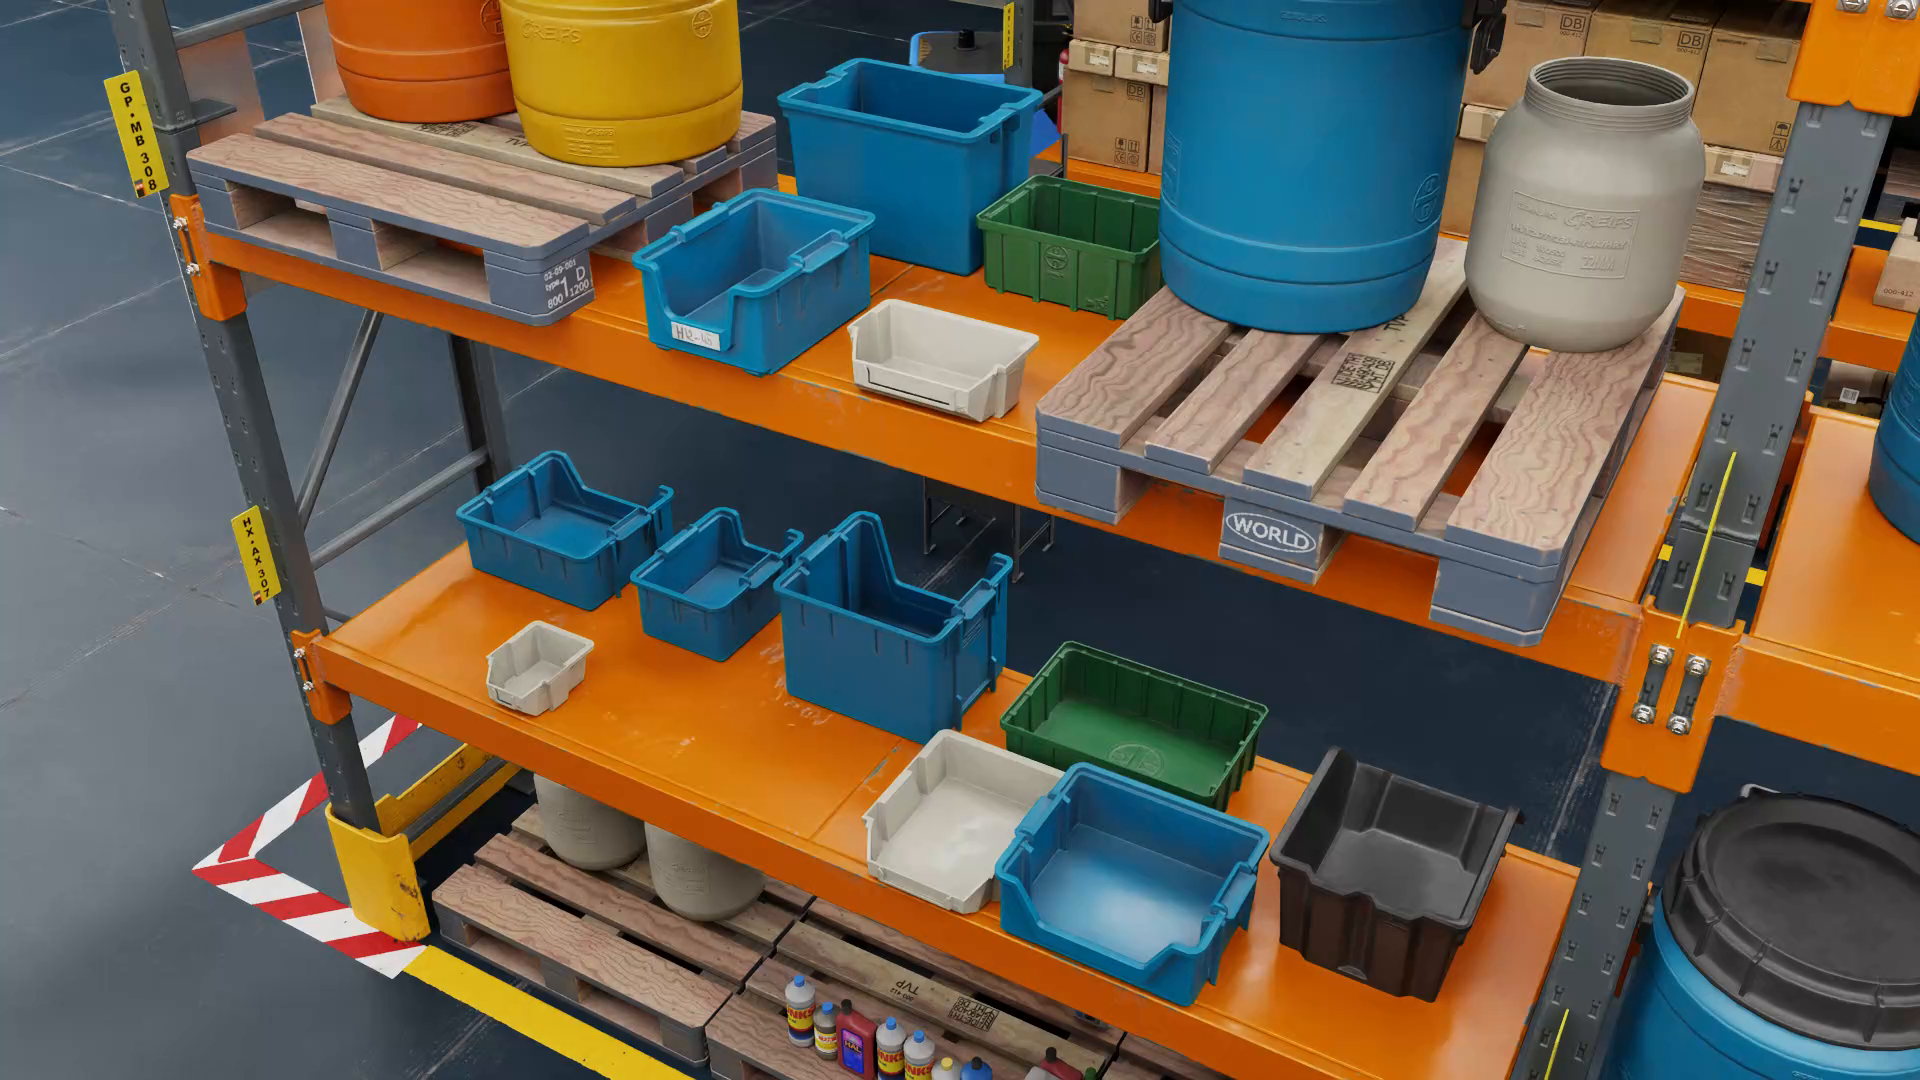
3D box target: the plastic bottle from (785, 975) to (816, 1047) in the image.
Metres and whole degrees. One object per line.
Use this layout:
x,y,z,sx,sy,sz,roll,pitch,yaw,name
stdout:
-0.510,1.504,5.350,0.097,0.271,0.097,0,34,0,plastic bottle

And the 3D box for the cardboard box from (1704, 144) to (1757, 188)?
3.448,-1.732,7.470,0.250,0.149,0.380,17,37,23,cardboard box

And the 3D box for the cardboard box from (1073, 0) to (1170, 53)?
0.976,-2.913,8.657,0.500,0.500,0.700,18,38,25,cardboard box

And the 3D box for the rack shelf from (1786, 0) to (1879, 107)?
-0.193,-1.579,3.512,4.000,0.370,1.077,18,37,24,rack shelf

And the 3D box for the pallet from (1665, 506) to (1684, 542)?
3.335,-0.458,8.748,1.213,0.211,1.003,18,37,24,pallet

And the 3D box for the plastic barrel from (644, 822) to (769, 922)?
-0.885,1.045,5.840,0.421,0.512,0.421,0,34,0,plastic barrel

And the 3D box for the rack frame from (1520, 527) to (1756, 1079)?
1.543,1.003,4.038,0.127,3.000,1.000,18,37,24,rack frame

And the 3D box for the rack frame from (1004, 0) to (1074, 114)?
0.531,-2.480,9.268,0.127,3.000,1.000,18,37,24,rack frame

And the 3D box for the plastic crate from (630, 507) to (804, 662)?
-0.786,0.139,5.468,0.408,0.251,0.499,18,37,24,plastic crate

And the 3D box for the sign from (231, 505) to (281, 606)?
-2.206,0.051,5.218,0.005,0.325,0.100,18,37,24,sign

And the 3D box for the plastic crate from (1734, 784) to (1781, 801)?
2.115,0.962,4.041,0.583,0.464,0.402,18,37,24,plastic crate

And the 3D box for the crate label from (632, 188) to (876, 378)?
-0.469,-0.610,3.888,0.408,0.251,0.502,18,37,24,crate label

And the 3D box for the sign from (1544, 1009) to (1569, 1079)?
1.261,1.149,3.568,0.005,0.325,0.100,18,37,24,sign

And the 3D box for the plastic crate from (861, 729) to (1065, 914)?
0.008,0.788,4.599,0.437,0.136,0.530,18,37,24,plastic crate

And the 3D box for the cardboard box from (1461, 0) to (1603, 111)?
2.742,-2.357,7.823,0.500,0.500,0.700,18,37,24,cardboard box

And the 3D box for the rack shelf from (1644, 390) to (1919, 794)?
3.280,0.604,2.580,4.000,0.370,1.077,18,37,24,rack shelf

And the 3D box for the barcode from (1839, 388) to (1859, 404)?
4.019,-0.652,7.515,0.075,0.075,0.001,18,37,24,barcode

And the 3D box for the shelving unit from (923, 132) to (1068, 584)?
0.144,-0.828,7.600,0.503,2.100,0.431,18,37,24,shelving unit

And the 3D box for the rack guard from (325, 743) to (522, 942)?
-1.840,0.941,6.385,0.348,0.500,1.175,18,37,24,rack guard

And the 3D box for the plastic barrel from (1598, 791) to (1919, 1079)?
1.728,1.046,3.521,0.708,0.901,0.600,18,37,24,plastic barrel

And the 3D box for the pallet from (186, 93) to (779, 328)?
-1.260,-0.993,4.499,1.213,0.211,1.003,18,37,24,pallet

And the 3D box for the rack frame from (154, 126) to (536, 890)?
-1.930,-0.097,5.690,0.127,3.000,1.000,18,37,24,rack frame

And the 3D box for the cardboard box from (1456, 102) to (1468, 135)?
2.328,-2.085,7.999,0.250,0.149,0.380,19,38,26,cardboard box

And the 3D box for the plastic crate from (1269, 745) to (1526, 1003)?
1.152,0.823,4.363,0.504,0.338,0.767,18,37,24,plastic crate

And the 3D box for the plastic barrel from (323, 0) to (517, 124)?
-1.445,-1.627,4.514,0.708,0.830,0.600,18,37,24,plastic barrel

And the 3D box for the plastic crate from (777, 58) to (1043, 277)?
-0.125,-0.960,4.293,0.575,0.384,0.392,18,37,24,plastic crate

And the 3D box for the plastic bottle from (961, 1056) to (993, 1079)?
0.050,1.681,5.084,0.097,0.271,0.097,0,34,0,plastic bottle

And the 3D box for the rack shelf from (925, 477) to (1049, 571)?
0.144,-0.234,7.995,0.480,0.518,0.431,18,37,24,rack shelf

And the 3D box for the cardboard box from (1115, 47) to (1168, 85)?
0.996,-2.509,8.636,0.250,0.149,0.380,17,37,23,cardboard box

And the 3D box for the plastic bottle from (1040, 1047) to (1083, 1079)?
0.307,1.672,5.087,0.133,0.283,0.061,18,37,24,plastic bottle

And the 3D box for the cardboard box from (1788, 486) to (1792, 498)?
4.231,-0.180,7.916,0.500,0.250,0.500,17,37,23,cardboard box

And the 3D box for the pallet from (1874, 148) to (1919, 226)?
7.136,-2.391,11.650,1.213,0.211,1.003,18,37,24,pallet

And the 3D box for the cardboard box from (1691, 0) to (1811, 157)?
3.616,-2.081,7.408,0.500,0.500,0.700,18,38,25,cardboard box

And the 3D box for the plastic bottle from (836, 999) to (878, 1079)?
-0.323,1.570,5.240,0.133,0.283,0.061,18,38,25,plastic bottle

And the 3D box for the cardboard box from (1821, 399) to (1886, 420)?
4.239,-0.410,7.756,0.500,0.311,0.500,18,38,25,cardboard box

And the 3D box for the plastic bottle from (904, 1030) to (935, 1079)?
-0.126,1.625,5.167,0.097,0.271,0.097,0,34,0,plastic bottle

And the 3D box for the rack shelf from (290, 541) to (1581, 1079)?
-0.193,0.752,5.063,4.000,0.370,1.077,18,37,24,rack shelf

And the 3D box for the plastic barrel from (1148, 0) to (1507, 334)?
0.732,-0.955,3.440,0.708,0.901,0.600,18,37,24,plastic barrel

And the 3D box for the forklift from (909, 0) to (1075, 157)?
1.159,-3.636,11.066,3.031,2.935,1.130,0,34,0,forklift

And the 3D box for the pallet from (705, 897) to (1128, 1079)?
-0.083,1.624,5.622,1.213,0.211,1.003,18,37,24,pallet

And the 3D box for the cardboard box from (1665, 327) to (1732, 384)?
3.757,-1.001,8.472,0.500,0.500,0.500,18,37,24,cardboard box

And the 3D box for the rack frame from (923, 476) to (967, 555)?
-0.068,-0.896,7.700,0.015,2.100,0.400,18,37,24,rack frame

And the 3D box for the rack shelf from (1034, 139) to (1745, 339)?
2.268,-1.631,8.641,4.000,0.370,1.077,18,37,24,rack shelf

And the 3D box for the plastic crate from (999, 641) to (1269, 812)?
0.505,0.582,4.861,0.662,0.188,0.450,18,37,24,plastic crate

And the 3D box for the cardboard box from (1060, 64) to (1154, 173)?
0.930,-2.387,9.038,0.500,0.500,0.700,18,37,24,cardboard box

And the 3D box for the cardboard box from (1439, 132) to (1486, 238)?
2.721,-1.822,8.190,0.500,0.500,0.700,18,38,25,cardboard box

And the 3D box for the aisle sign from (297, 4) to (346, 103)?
-1.845,-1.342,5.214,0.004,0.787,0.394,18,37,24,aisle sign
